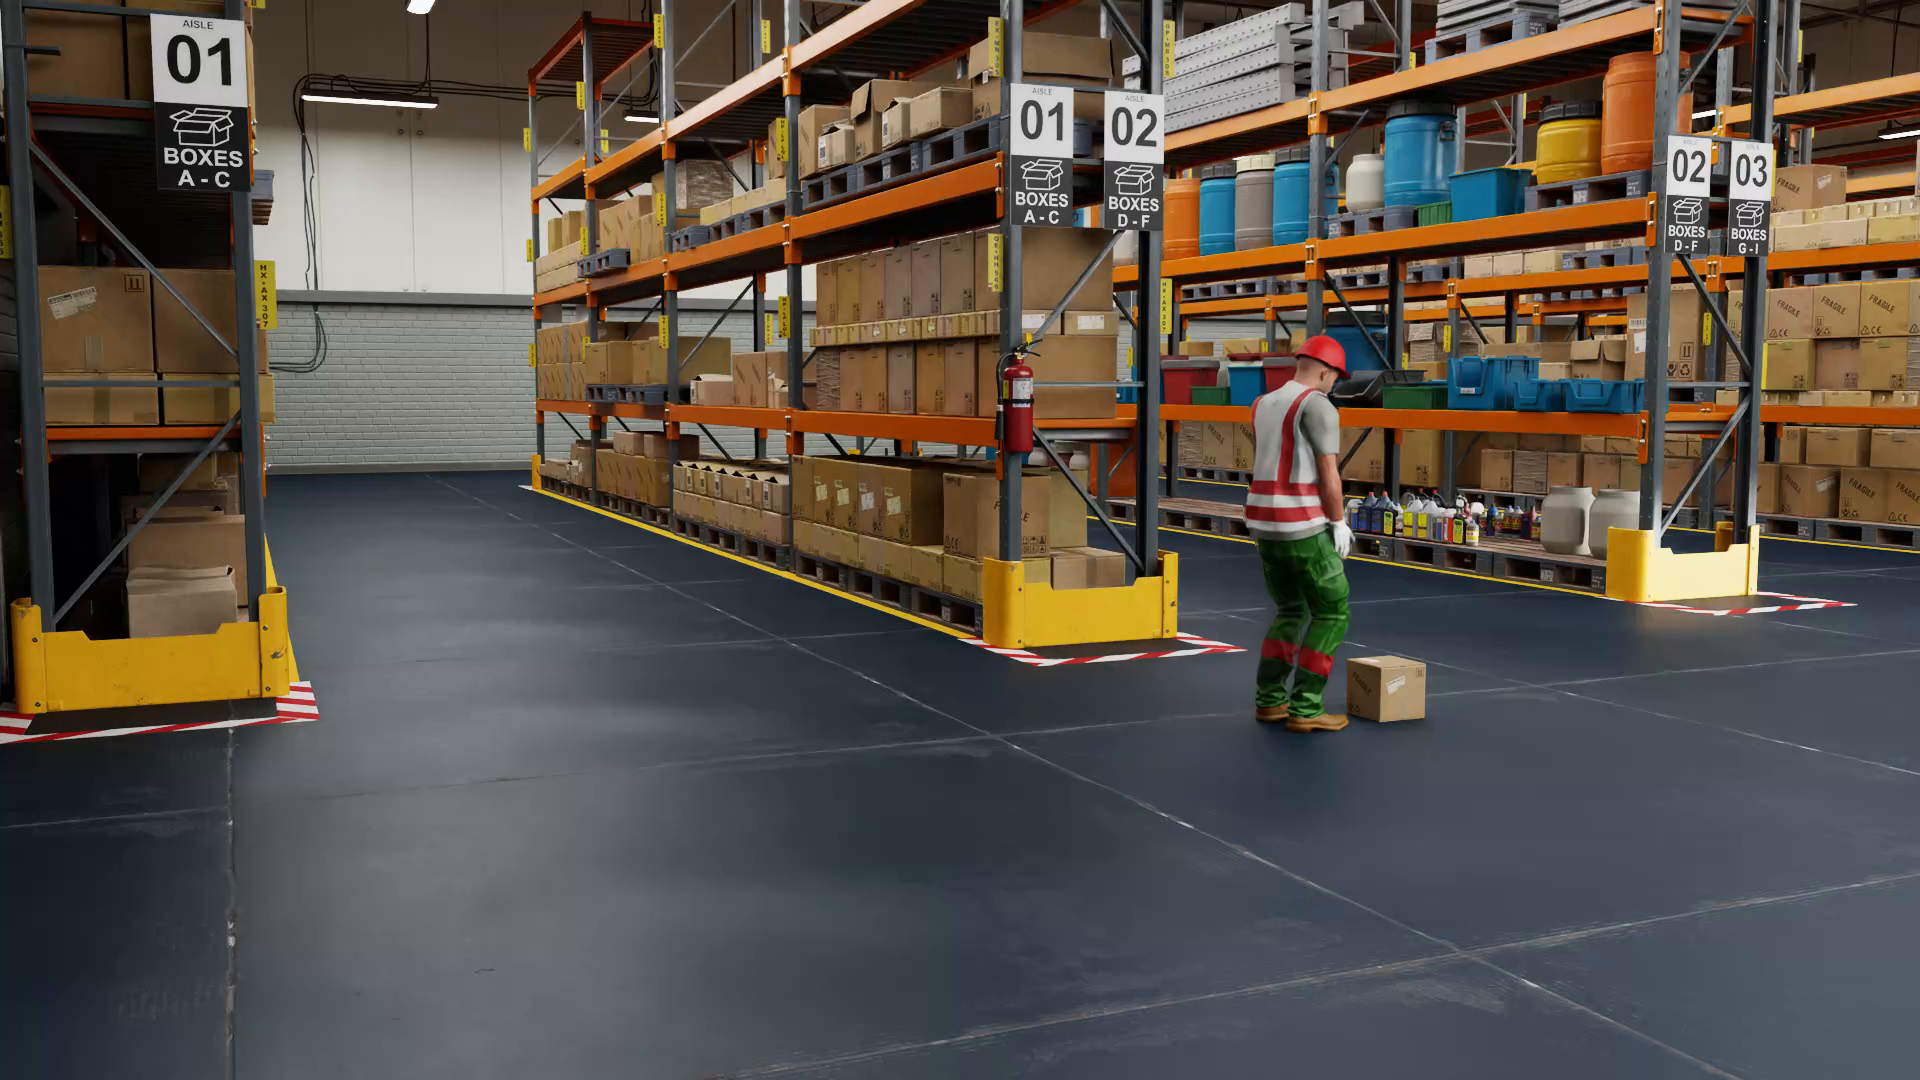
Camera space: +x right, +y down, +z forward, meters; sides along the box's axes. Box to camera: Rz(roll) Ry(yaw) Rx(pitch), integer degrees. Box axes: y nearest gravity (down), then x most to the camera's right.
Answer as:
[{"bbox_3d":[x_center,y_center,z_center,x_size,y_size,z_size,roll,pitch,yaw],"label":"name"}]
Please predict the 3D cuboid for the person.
[{"bbox_3d":[1.539,0.069,7.393,0.711,1.500,0.581,-2,6,-23],"label":"person"}]
